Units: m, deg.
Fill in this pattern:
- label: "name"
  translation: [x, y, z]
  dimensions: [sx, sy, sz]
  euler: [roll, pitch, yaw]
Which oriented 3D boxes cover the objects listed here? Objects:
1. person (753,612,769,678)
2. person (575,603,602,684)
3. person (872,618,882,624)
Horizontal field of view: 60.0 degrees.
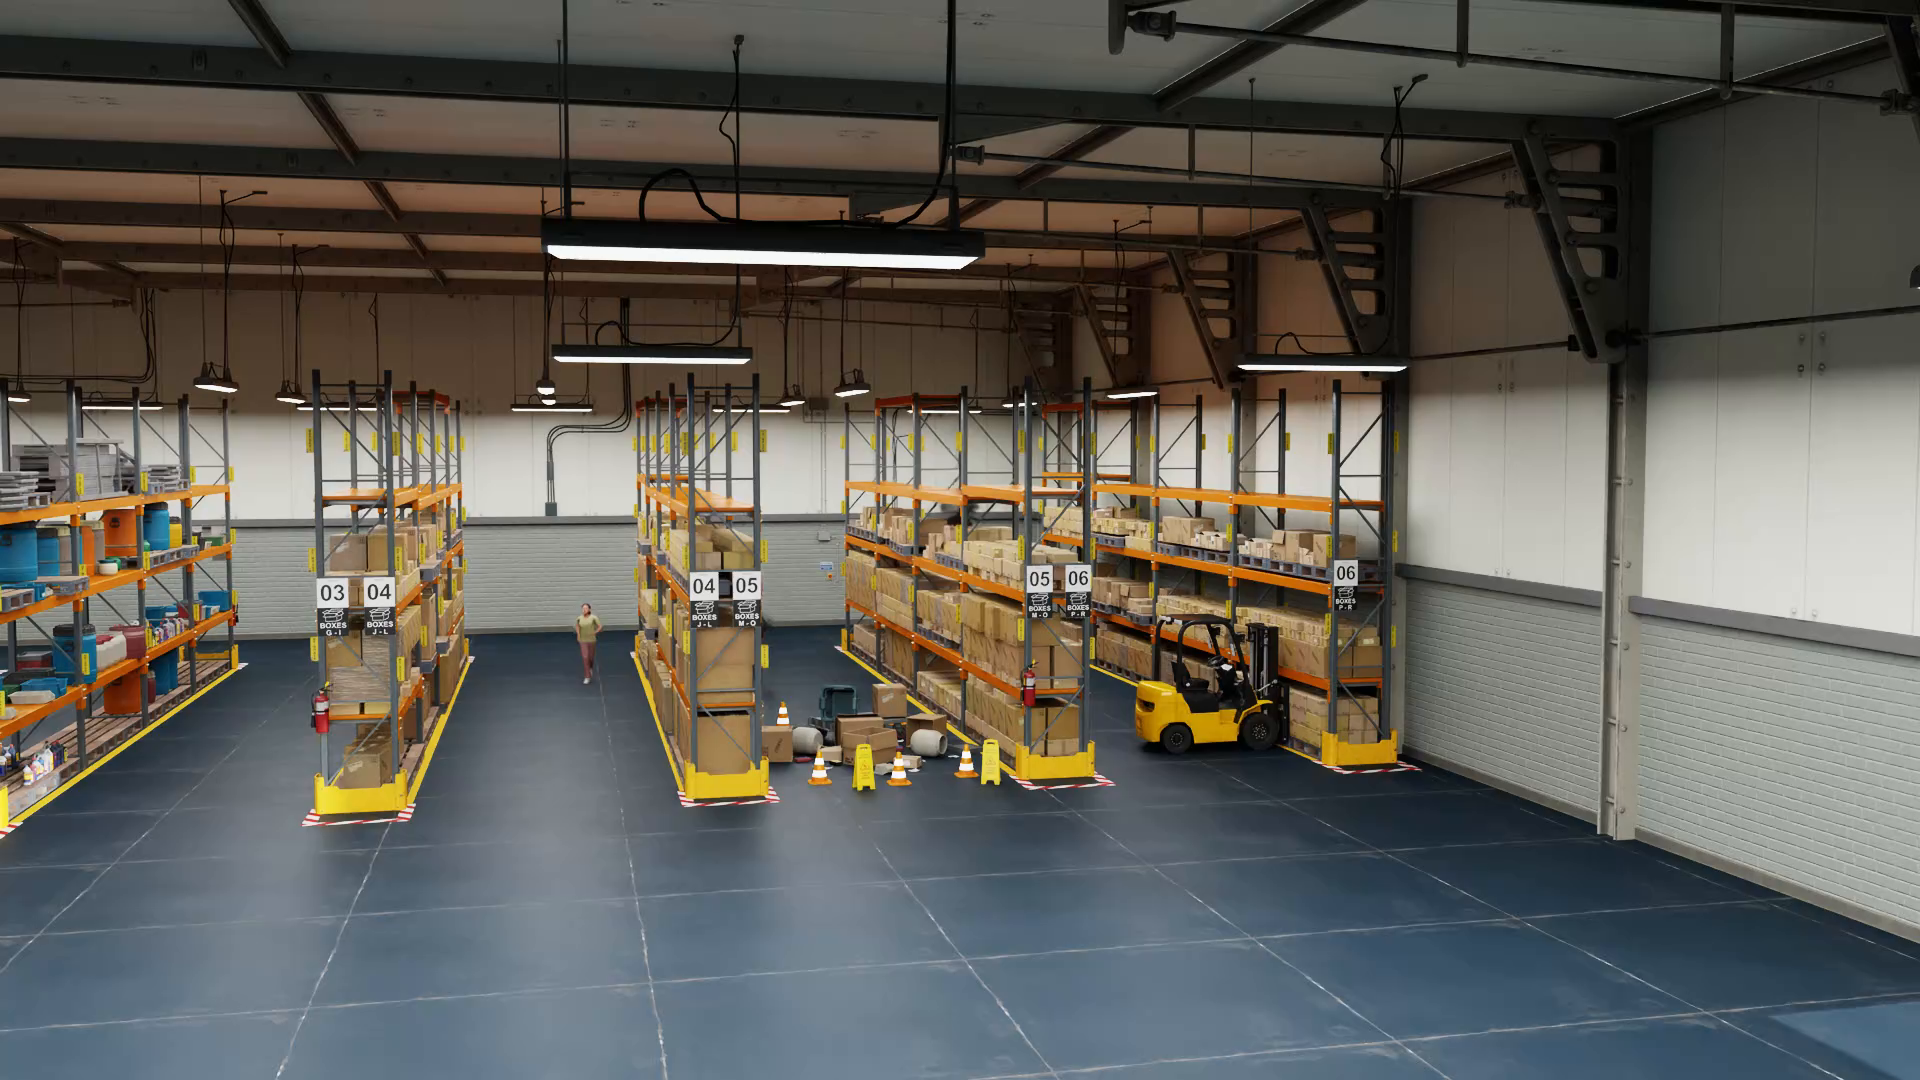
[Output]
- label: "person"
  translation: [-4.447, 2.096, 35.706]
  dimensions: [0.661, 1.679, 0.620]
  euler: [-1, 3, -9]
- label: "person"
  translation: [-7.843, 2.158, 35.081]
  dimensions: [0.572, 1.666, 0.801]
  euler: [0, 3, -6]
- label: "person"
  translation: [-2.059, 1.760, 41.760]
  dimensions: [0.793, 1.682, 0.623]
  euler: [2, 4, 29]
